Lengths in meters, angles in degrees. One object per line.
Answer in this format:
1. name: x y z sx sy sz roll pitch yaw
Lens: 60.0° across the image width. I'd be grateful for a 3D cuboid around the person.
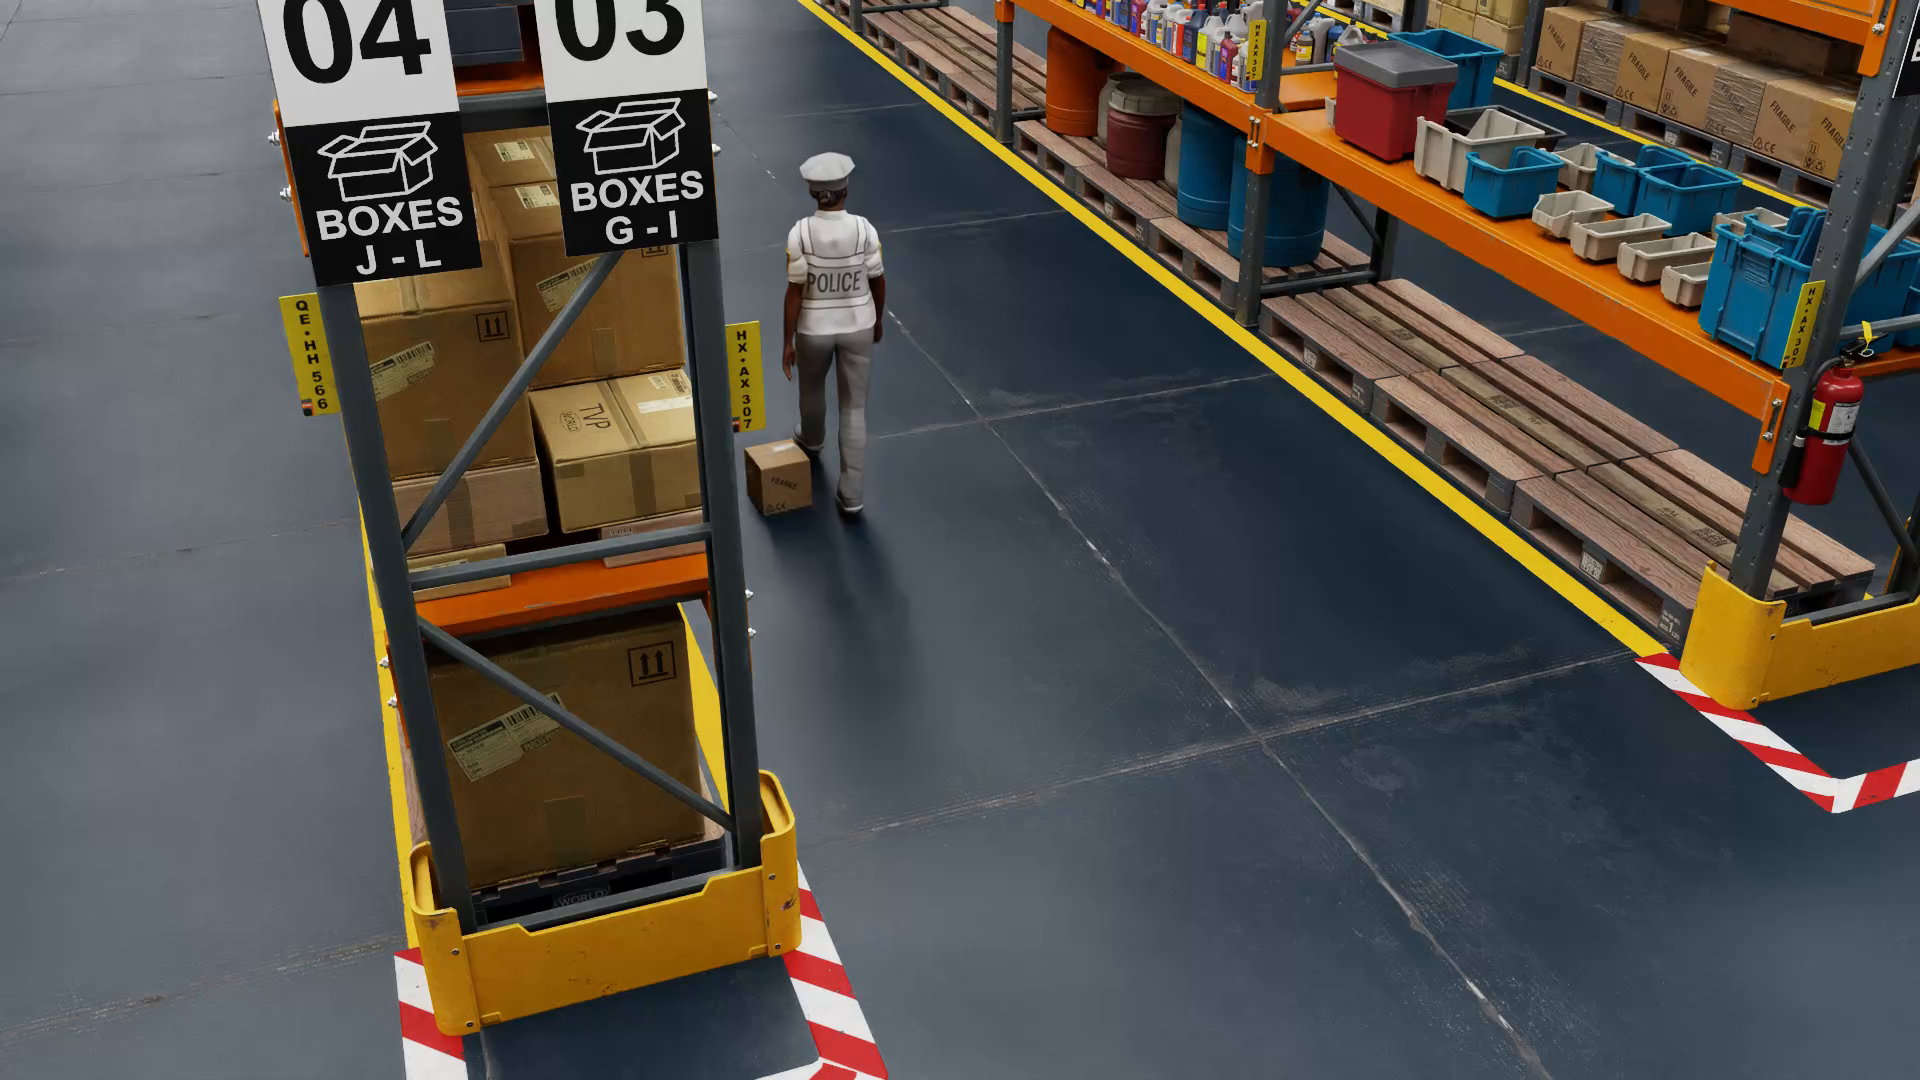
1. person: -0.599 -1.036 7.898 0.499 1.609 0.970 -3 30 -5
